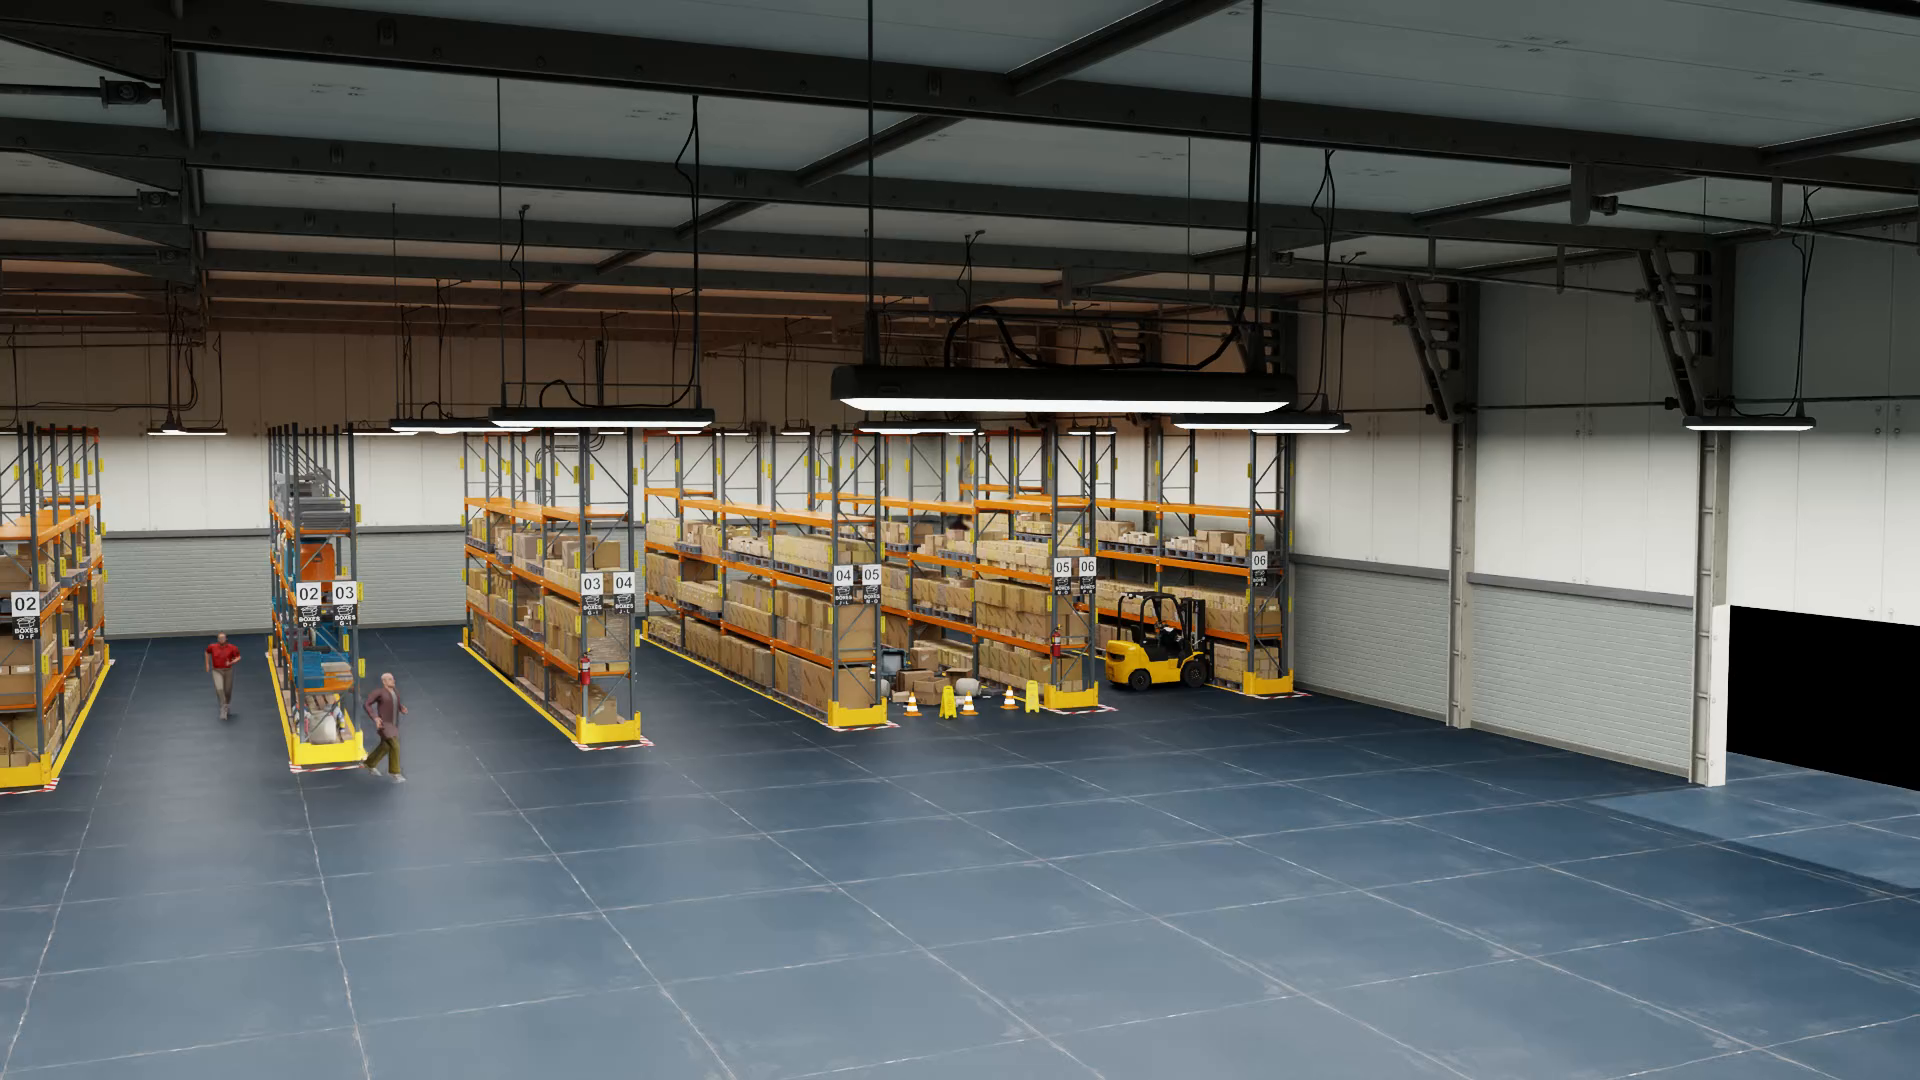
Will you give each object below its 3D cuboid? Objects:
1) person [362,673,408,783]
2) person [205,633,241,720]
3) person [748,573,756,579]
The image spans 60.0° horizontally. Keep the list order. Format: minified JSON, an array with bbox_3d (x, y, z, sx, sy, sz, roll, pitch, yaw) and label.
[{"bbox_3d":[-9.633,3.177,27.845,0.887,1.753,0.694,1,4,13],"label":"person"},{"bbox_3d":[-15.198,2.774,34.320,0.686,1.749,1.026,-1,4,-21],"label":"person"},{"bbox_3d":[-6.382,1.757,51.028,0.954,1.668,0.567,-3,5,-39],"label":"person"}]
